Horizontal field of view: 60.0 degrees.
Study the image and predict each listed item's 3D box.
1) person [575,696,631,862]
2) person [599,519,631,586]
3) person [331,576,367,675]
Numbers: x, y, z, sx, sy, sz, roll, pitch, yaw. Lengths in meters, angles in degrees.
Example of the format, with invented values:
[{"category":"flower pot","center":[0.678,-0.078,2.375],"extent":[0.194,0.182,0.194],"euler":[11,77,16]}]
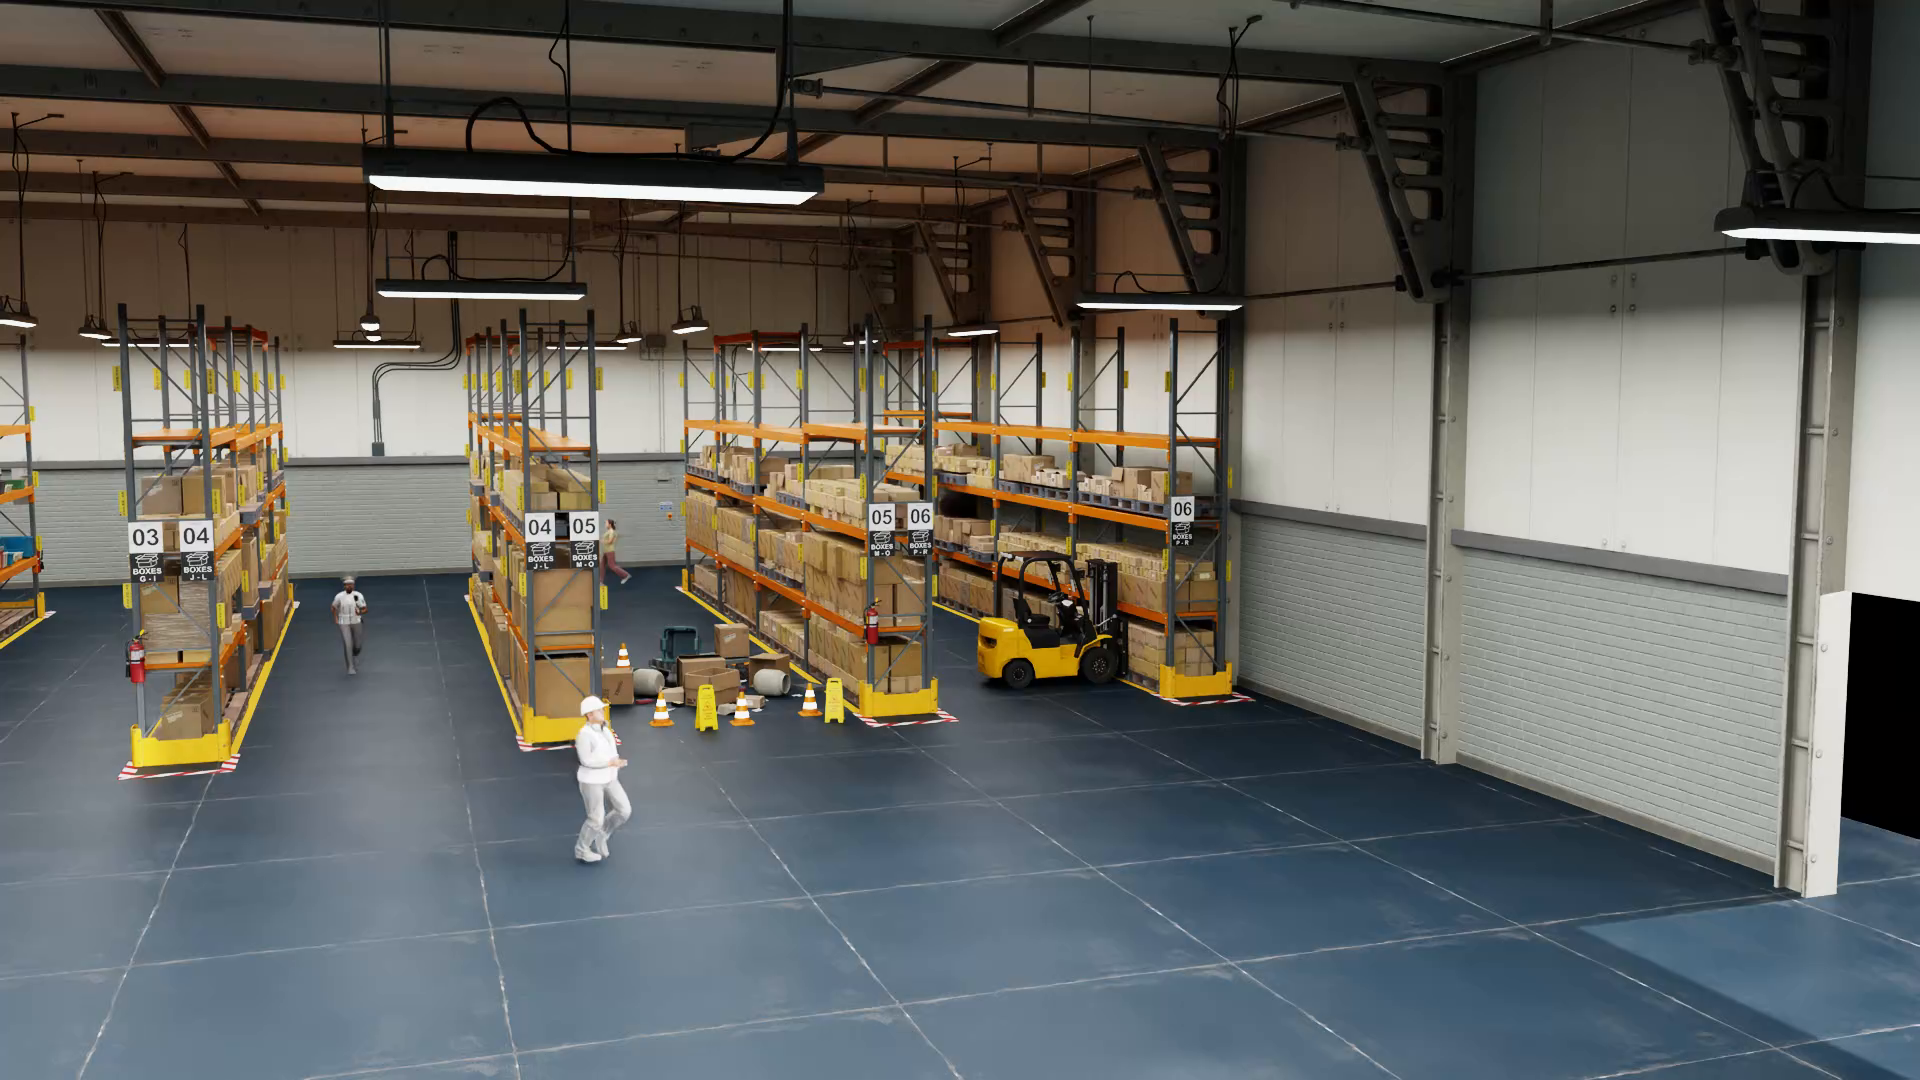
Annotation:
[{"category":"person","center":[-3.724,2.484,17.293],"extent":[0.641,1.734,0.637],"euler":[2,6,20]},{"category":"person","center":[-8.540,0.305,40.569],"extent":[0.964,1.647,0.579],"euler":[-2,6,-20]},{"category":"person","center":[-10.526,1.447,28.690],"extent":[0.588,1.664,0.831],"euler":[-3,6,-25]}]
